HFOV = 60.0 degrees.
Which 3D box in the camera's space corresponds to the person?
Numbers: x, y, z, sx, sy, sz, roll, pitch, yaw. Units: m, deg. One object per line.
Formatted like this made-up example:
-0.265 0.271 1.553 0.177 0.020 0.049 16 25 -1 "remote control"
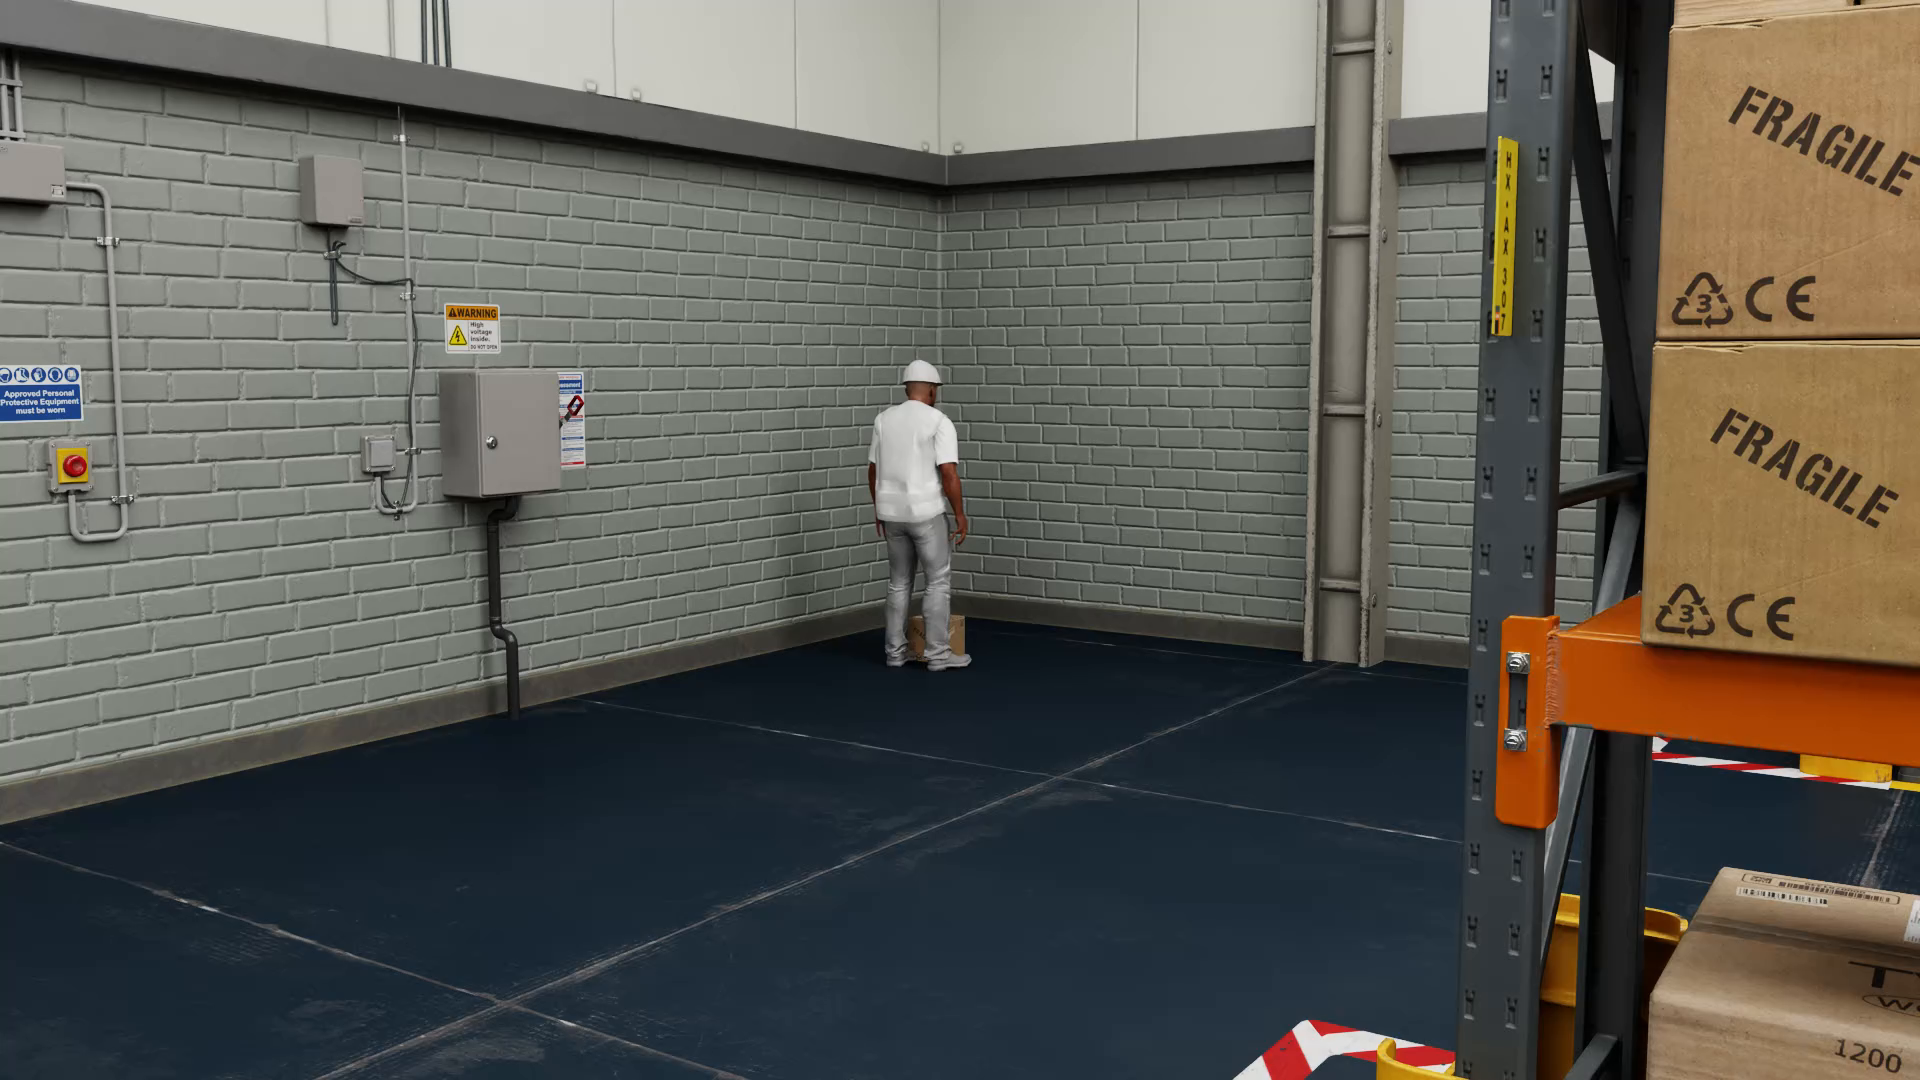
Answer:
-0.239 -0.146 9.542 0.628 1.758 0.456 4 8 34 "person"
